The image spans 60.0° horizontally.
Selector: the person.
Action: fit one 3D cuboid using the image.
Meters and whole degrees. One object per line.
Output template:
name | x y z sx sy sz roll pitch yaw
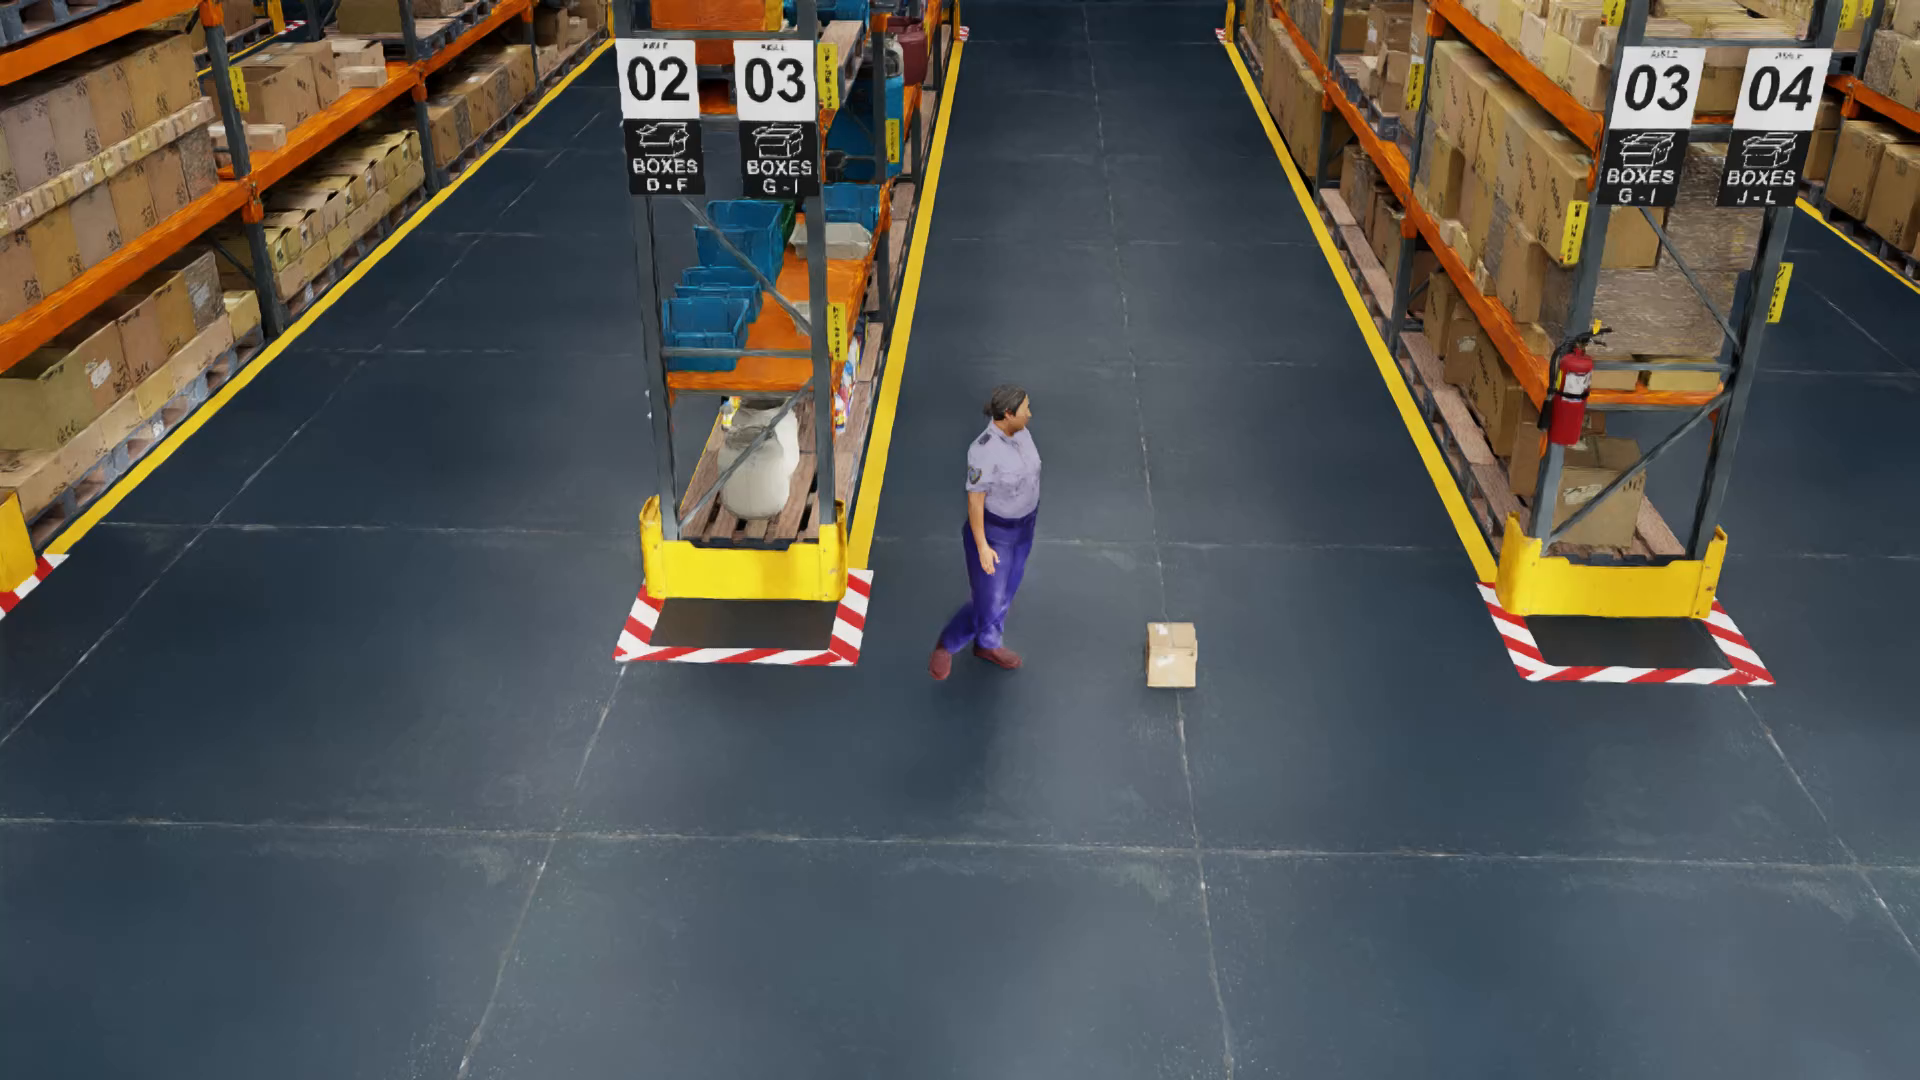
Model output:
person | 0.138 -0.038 8.674 0.458 1.642 0.665 20 34 32
